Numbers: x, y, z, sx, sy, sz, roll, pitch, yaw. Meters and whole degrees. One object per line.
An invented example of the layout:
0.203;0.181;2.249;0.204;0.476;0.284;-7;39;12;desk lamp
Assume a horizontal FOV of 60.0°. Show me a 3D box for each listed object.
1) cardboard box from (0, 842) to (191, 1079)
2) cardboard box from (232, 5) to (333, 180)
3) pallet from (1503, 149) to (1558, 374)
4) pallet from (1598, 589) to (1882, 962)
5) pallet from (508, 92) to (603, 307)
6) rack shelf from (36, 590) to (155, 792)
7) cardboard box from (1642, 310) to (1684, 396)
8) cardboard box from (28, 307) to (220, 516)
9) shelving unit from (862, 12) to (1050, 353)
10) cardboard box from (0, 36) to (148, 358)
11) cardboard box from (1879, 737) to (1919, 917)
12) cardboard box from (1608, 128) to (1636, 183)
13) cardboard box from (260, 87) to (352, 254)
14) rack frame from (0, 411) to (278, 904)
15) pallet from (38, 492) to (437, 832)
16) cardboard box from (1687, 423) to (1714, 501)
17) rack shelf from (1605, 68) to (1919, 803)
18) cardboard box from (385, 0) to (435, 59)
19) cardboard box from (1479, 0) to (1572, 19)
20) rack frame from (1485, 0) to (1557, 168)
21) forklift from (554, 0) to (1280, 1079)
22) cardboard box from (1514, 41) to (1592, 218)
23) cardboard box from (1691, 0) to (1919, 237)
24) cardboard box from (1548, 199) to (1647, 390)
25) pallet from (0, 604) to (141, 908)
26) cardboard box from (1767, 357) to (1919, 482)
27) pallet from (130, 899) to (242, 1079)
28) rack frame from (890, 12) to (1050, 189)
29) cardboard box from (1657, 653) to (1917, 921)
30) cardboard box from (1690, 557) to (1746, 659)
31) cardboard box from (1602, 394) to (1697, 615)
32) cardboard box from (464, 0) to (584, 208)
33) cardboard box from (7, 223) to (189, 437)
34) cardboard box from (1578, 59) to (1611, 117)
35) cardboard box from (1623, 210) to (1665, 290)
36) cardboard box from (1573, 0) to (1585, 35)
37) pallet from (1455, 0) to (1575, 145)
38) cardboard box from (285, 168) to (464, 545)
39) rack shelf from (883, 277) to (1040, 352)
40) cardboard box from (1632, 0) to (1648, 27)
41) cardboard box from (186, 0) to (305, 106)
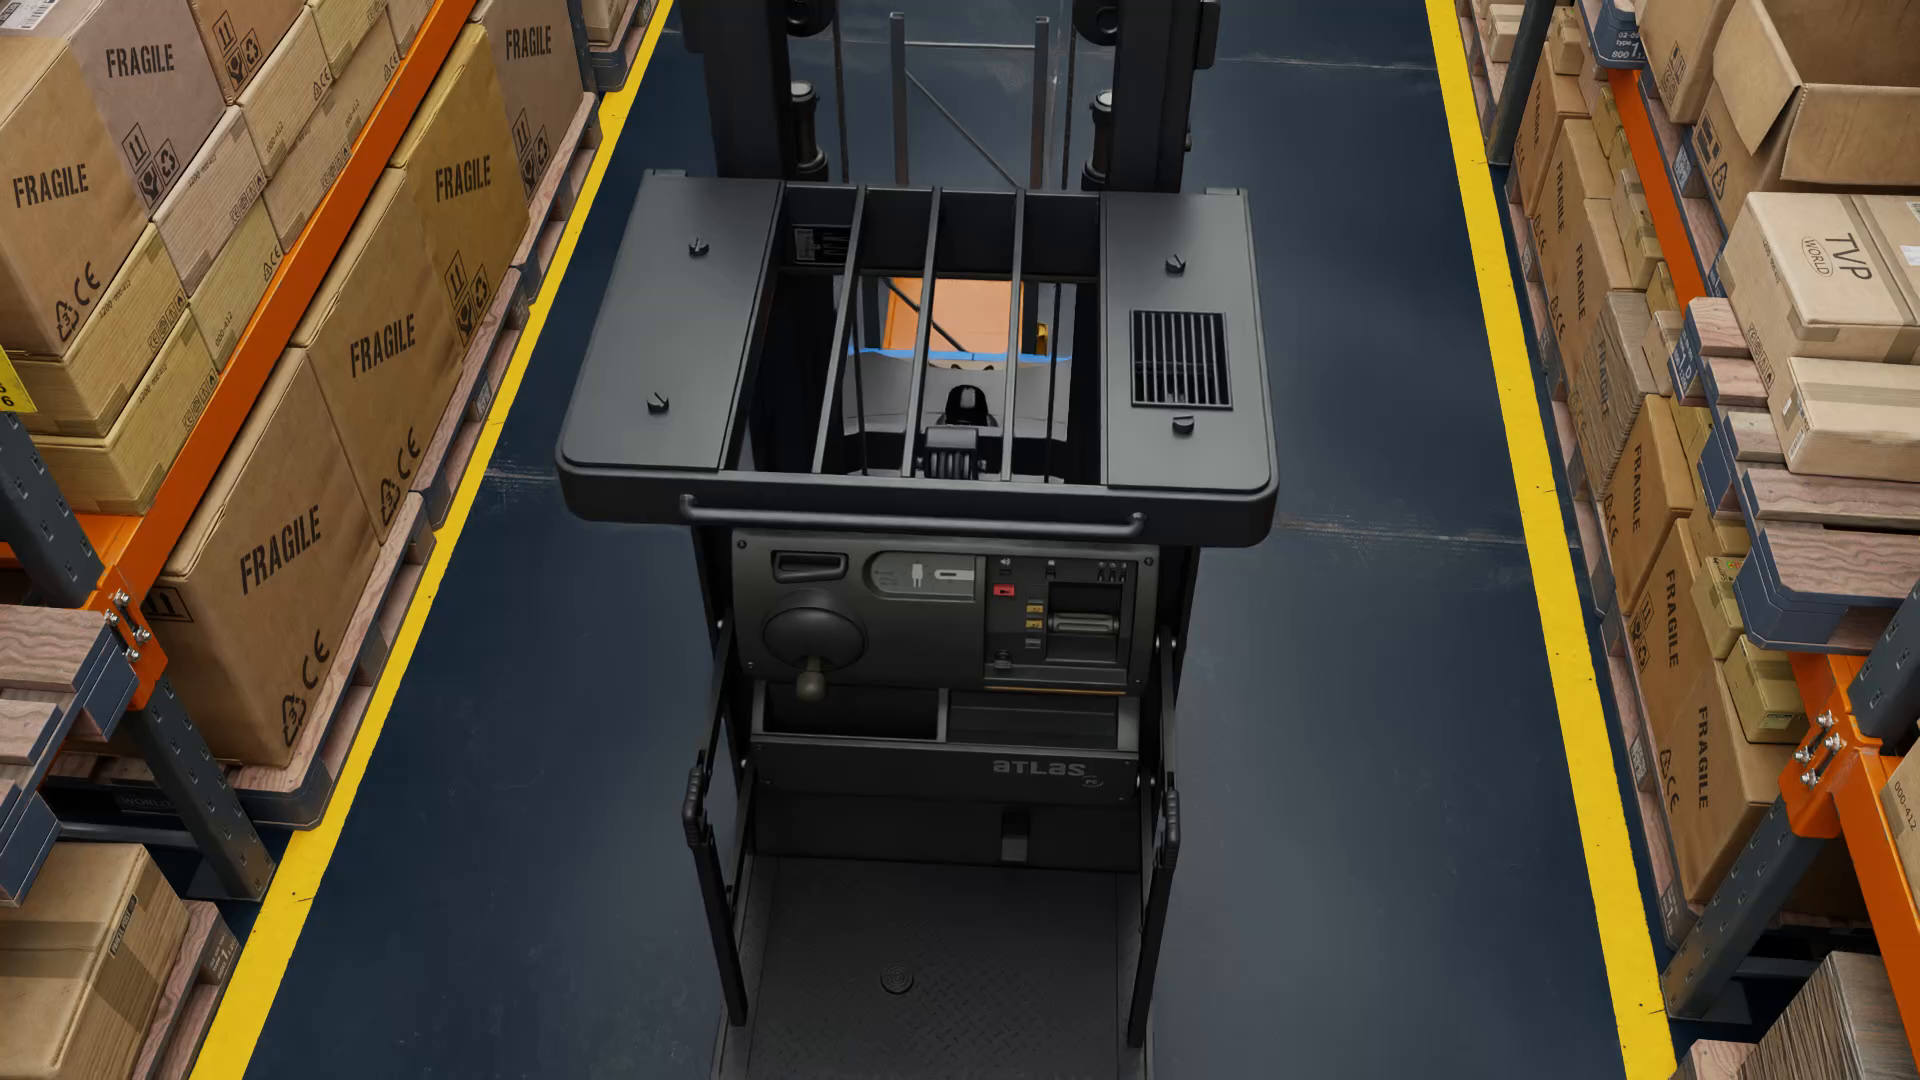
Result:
-2.566;1.116;4.192;0.950;0.372;0.625;1;48;1;cardboard box
-2.106;-1.262;4.634;0.500;0.250;0.500;4;48;3;cardboard box
2.767;-1.110;6.622;1.003;0.211;1.213;4;48;4;pallet
2.545;0.683;4.982;1.003;0.211;1.213;4;48;4;pallet
-2.135;-1.469;6.951;1.003;0.211;1.213;4;48;4;pallet
-2.687;1.669;2.678;1.077;0.370;4.000;4;48;4;rack shelf
2.381;-0.582;5.219;0.380;0.149;0.250;2;48;2;cardboard box
-2.209;-0.335;4.126;0.500;0.250;0.500;3;48;3;cardboard box
0.002;-0.766;5.434;0.587;1.500;1.083;2;48;2;shelving unit
-2.216;-0.760;3.667;0.500;0.500;0.500;2;48;2;cardboard box
2.155;0.648;3.226;0.500;0.250;0.500;4;48;4;cardboard box
2.534;-1.322;5.897;0.380;0.149;0.250;3;48;3;cardboard box
-2.126;-1.099;4.824;0.500;0.250;0.500;5;48;5;cardboard box
-2.504;-0.043;3.757;1.000;3.000;0.127;4;48;4;rack frame
-2.357;0.324;5.311;1.003;0.211;1.213;4;48;4;pallet
2.363;-0.193;4.864;0.380;0.149;0.250;5;48;5;cardboard box
2.621;-0.939;5.064;1.077;0.370;4.000;4;48;4;rack shelf
-2.042;-1.842;5.503;0.500;0.250;0.500;3;48;2;cardboard box
2.594;-2.562;7.629;0.396;0.266;0.258;5;48;5;cardboard box
2.804;-2.651;6.142;1.000;3.000;0.127;4;48;4;rack frame
-0.045;0.273;3.514;1.130;2.935;3.031;2;48;2;forklift
2.535;-1.609;6.598;0.500;0.500;0.500;6;48;5;cardboard box
2.404;-1.101;4.369;0.797;0.503;0.637;3;48;3;cardboard box
2.447;-0.851;5.905;0.500;0.500;0.500;3;48;2;cardboard box
-2.463;0.552;3.342;1.213;0.211;1.003;4;48;4;pallet
2.117;-0.278;3.857;0.380;0.149;0.250;5;48;4;cardboard box
-2.577;1.472;4.261;1.003;0.211;1.213;4;48;4;pallet
0.031;-1.134;5.771;0.500;1.500;0.032;2;48;2;rack frame
2.264;0.665;4.519;0.500;0.500;0.500;5;48;5;cardboard box
2.226;0.188;4.515;0.380;0.149;0.250;2;48;2;cardboard box
2.365;-0.087;5.206;0.500;0.500;0.500;6;48;5;cardboard box
-2.117;-1.946;6.653;0.875;0.875;0.875;5;48;5;cardboard box
-2.212;-0.517;3.953;0.500;0.250;0.500;4;48;3;cardboard box
2.558;-1.714;6.255;0.380;0.149;0.250;3;48;2;cardboard box
2.449;-0.959;5.564;0.380;0.149;0.250;5;48;5;cardboard box
2.566;-2.019;6.332;0.380;0.149;0.250;3;48;3;cardboard box
2.867;-2.215;7.633;1.003;0.211;1.213;4;48;4;pallet
-2.273;-0.625;5.444;0.875;0.875;0.875;4;48;4;cardboard box
0.002;-0.638;5.561;0.538;0.185;1.000;2;48;2;rack shelf
2.295;-1.753;5.127;0.396;0.266;0.258;6;48;5;cardboard box
-2.118;-1.505;4.348;0.500;0.500;0.500;5;48;5;cardboard box
